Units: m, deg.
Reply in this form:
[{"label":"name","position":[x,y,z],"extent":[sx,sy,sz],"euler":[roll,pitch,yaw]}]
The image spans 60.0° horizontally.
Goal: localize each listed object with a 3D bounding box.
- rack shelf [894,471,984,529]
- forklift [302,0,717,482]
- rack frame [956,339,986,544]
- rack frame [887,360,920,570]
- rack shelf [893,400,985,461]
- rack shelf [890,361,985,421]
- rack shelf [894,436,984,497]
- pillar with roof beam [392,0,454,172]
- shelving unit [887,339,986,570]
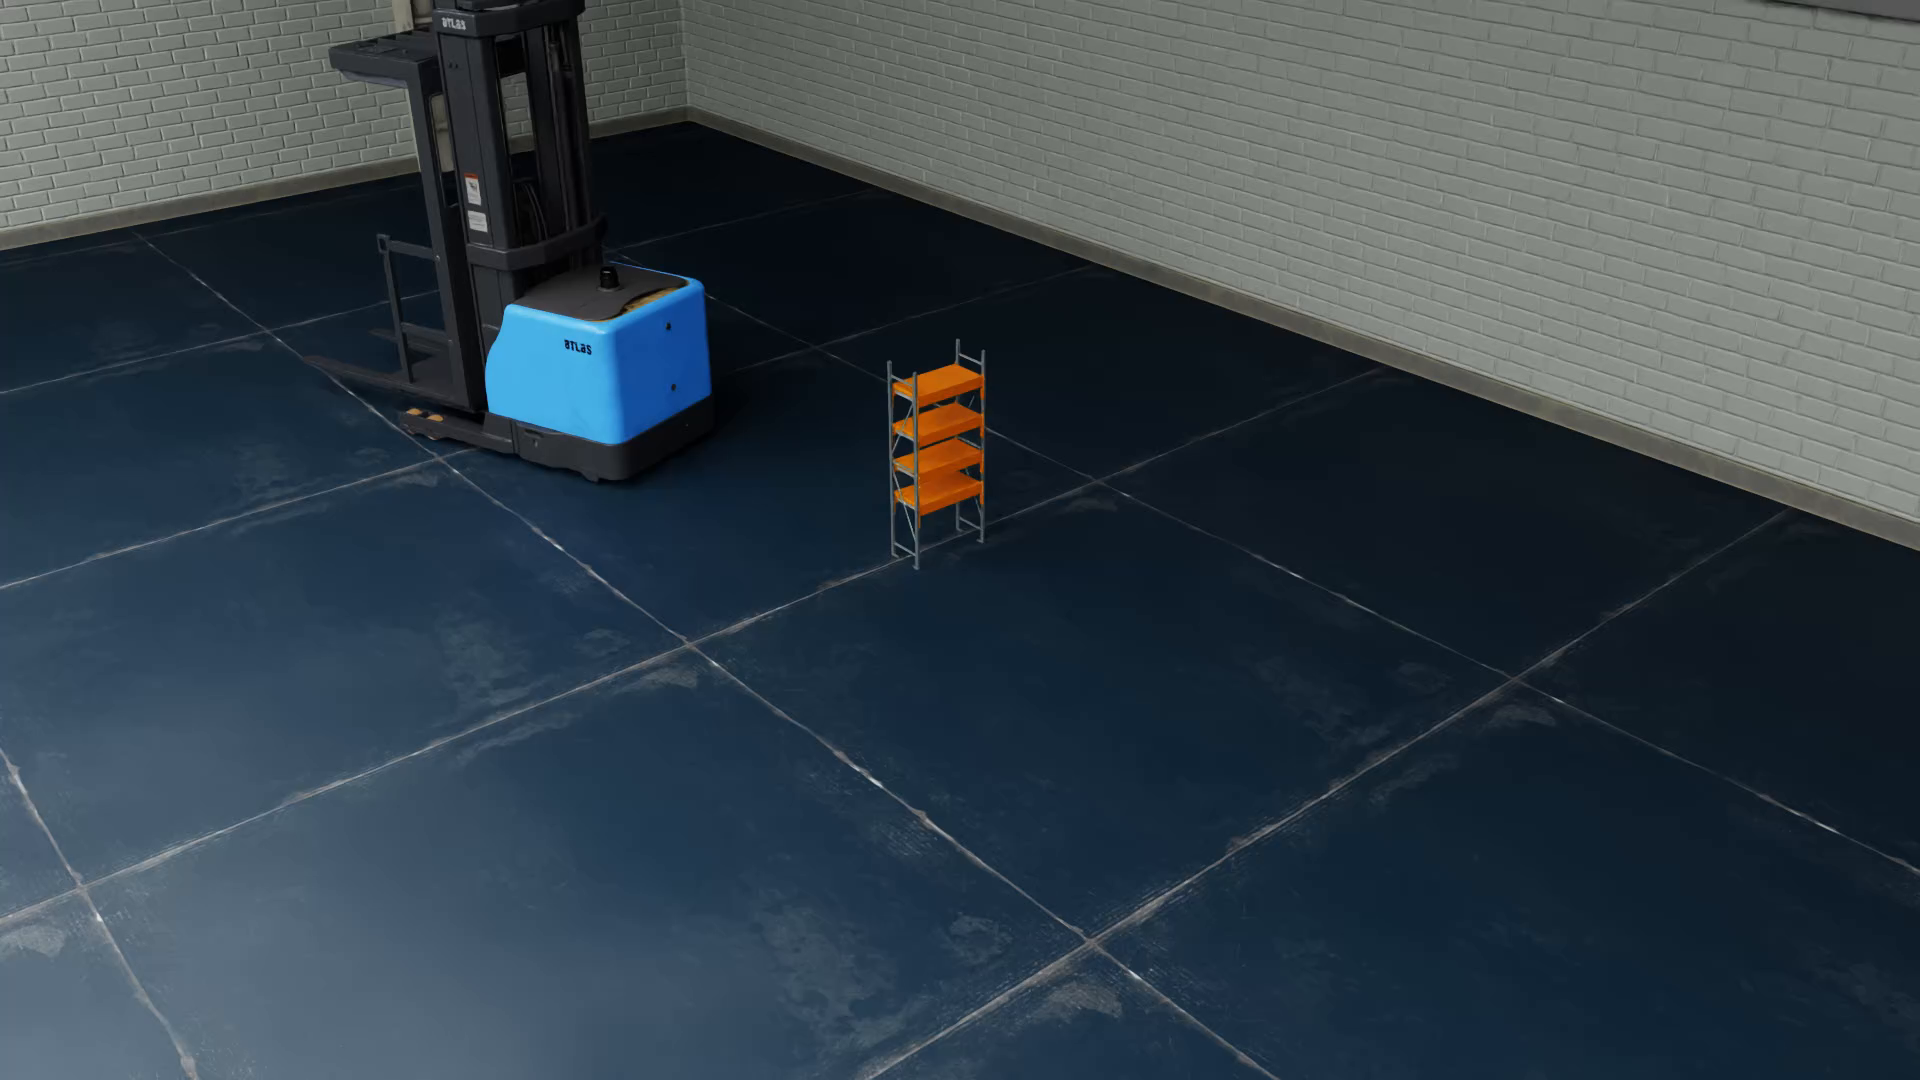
[{"label":"rack shelf","position":[-0.126,-0.244,9.498],"extent":[0.480,0.148,0.258],"euler":[-22,35,-35]},{"label":"forklift","position":[-3.142,-2.150,10.663],"extent":[3.031,2.935,1.130],"euler":[15,32,26]},{"label":"rack frame","position":[0.060,-0.553,9.512],"extent":[0.015,1.200,0.240],"euler":[-22,35,-35]},{"label":"rack frame","position":[-0.312,-0.404,9.233],"extent":[0.015,1.200,0.240],"euler":[-22,35,-35]},{"label":"rack shelf","position":[-0.126,-0.616,9.299],"extent":[0.480,0.148,0.258],"euler":[-22,35,-35]},{"label":"rack shelf","position":[-0.126,-0.825,9.187],"extent":[0.480,0.148,0.258],"euler":[-22,35,-35]},{"label":"rack shelf","position":[-0.126,-0.419,9.404],"extent":[0.480,0.148,0.258],"euler":[-22,35,-35]},{"label":"pillar with roof beam","position":[-2.393,-6.136,11.684],"extent":[0.400,9.000,9.100],"euler":[-22,35,-35]},{"label":"shelving unit","position":[-0.126,-0.479,9.372],"extent":[0.503,1.200,0.258],"euler":[-22,35,-35]}]
